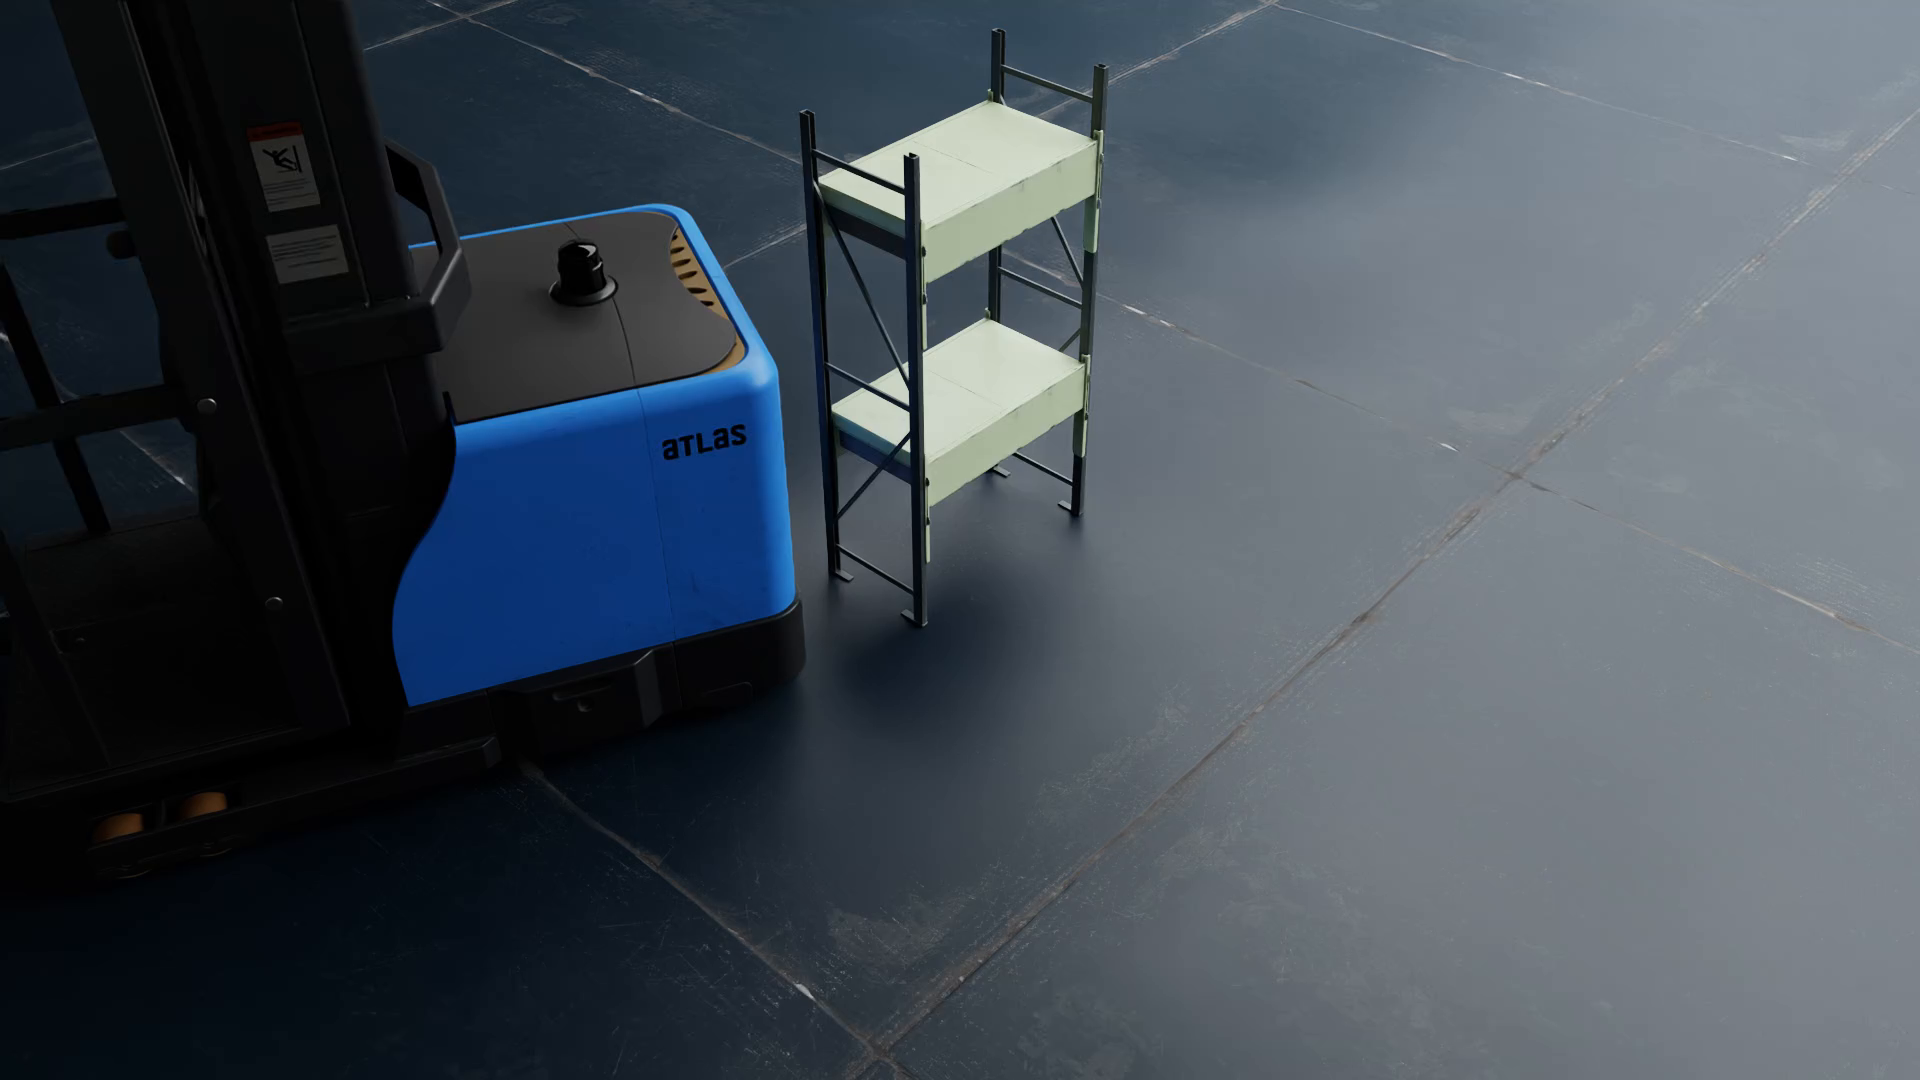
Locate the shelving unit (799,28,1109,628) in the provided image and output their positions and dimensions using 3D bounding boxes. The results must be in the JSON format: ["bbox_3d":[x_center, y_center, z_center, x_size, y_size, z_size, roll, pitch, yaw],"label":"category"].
[{"bbox_3d":[-0.005,-0.584,4.779,0.431,1.500,0.755,30,47,32],"label":"shelving unit"}]

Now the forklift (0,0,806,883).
[{"bbox_3d":[-2.006,-0.671,3.739,3.031,2.935,1.130,-14,41,-17],"label":"forklift"}]

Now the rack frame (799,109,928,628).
[{"bbox_3d":[-0.251,-0.416,4.568,0.400,1.500,0.023,30,47,32],"label":"rack frame"}]

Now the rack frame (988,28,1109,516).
[{"bbox_3d":[0.242,-0.752,4.991,0.400,1.500,0.023,30,47,32],"label":"rack frame"}]

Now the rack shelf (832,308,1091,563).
[{"bbox_3d":[-0.005,-0.329,4.982,0.431,0.370,0.720,30,47,32],"label":"rack shelf"}]

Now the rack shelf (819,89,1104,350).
[{"bbox_3d":[-0.004,-0.889,4.536,0.431,0.370,0.720,30,47,32],"label":"rack shelf"}]
